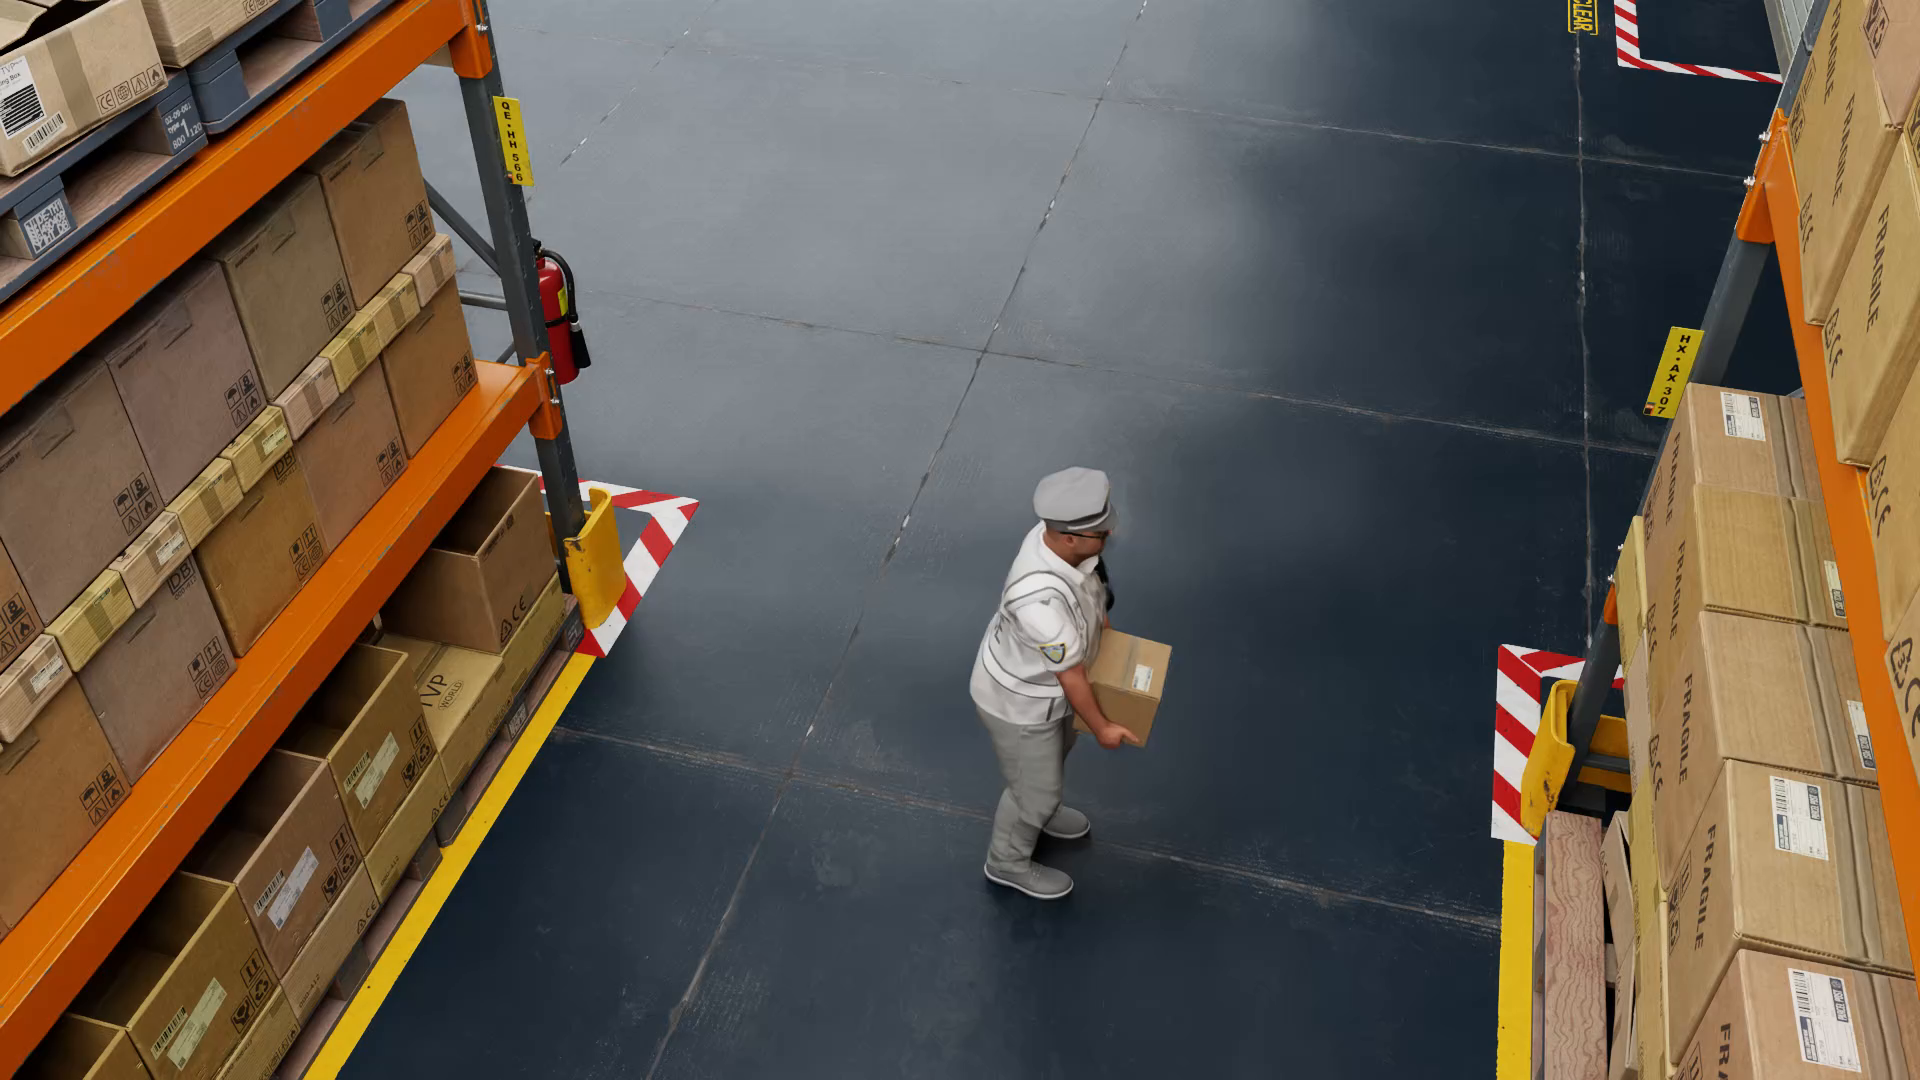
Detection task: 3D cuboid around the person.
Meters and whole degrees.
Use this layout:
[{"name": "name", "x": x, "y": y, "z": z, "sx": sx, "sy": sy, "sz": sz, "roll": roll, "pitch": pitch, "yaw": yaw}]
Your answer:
[{"name": "person", "x": 0.337, "y": 0.491, "z": 5.592, "sx": 0.589, "sy": 1.750, "sz": 0.487, "roll": 9, "pitch": 42, "yaw": 11}]
